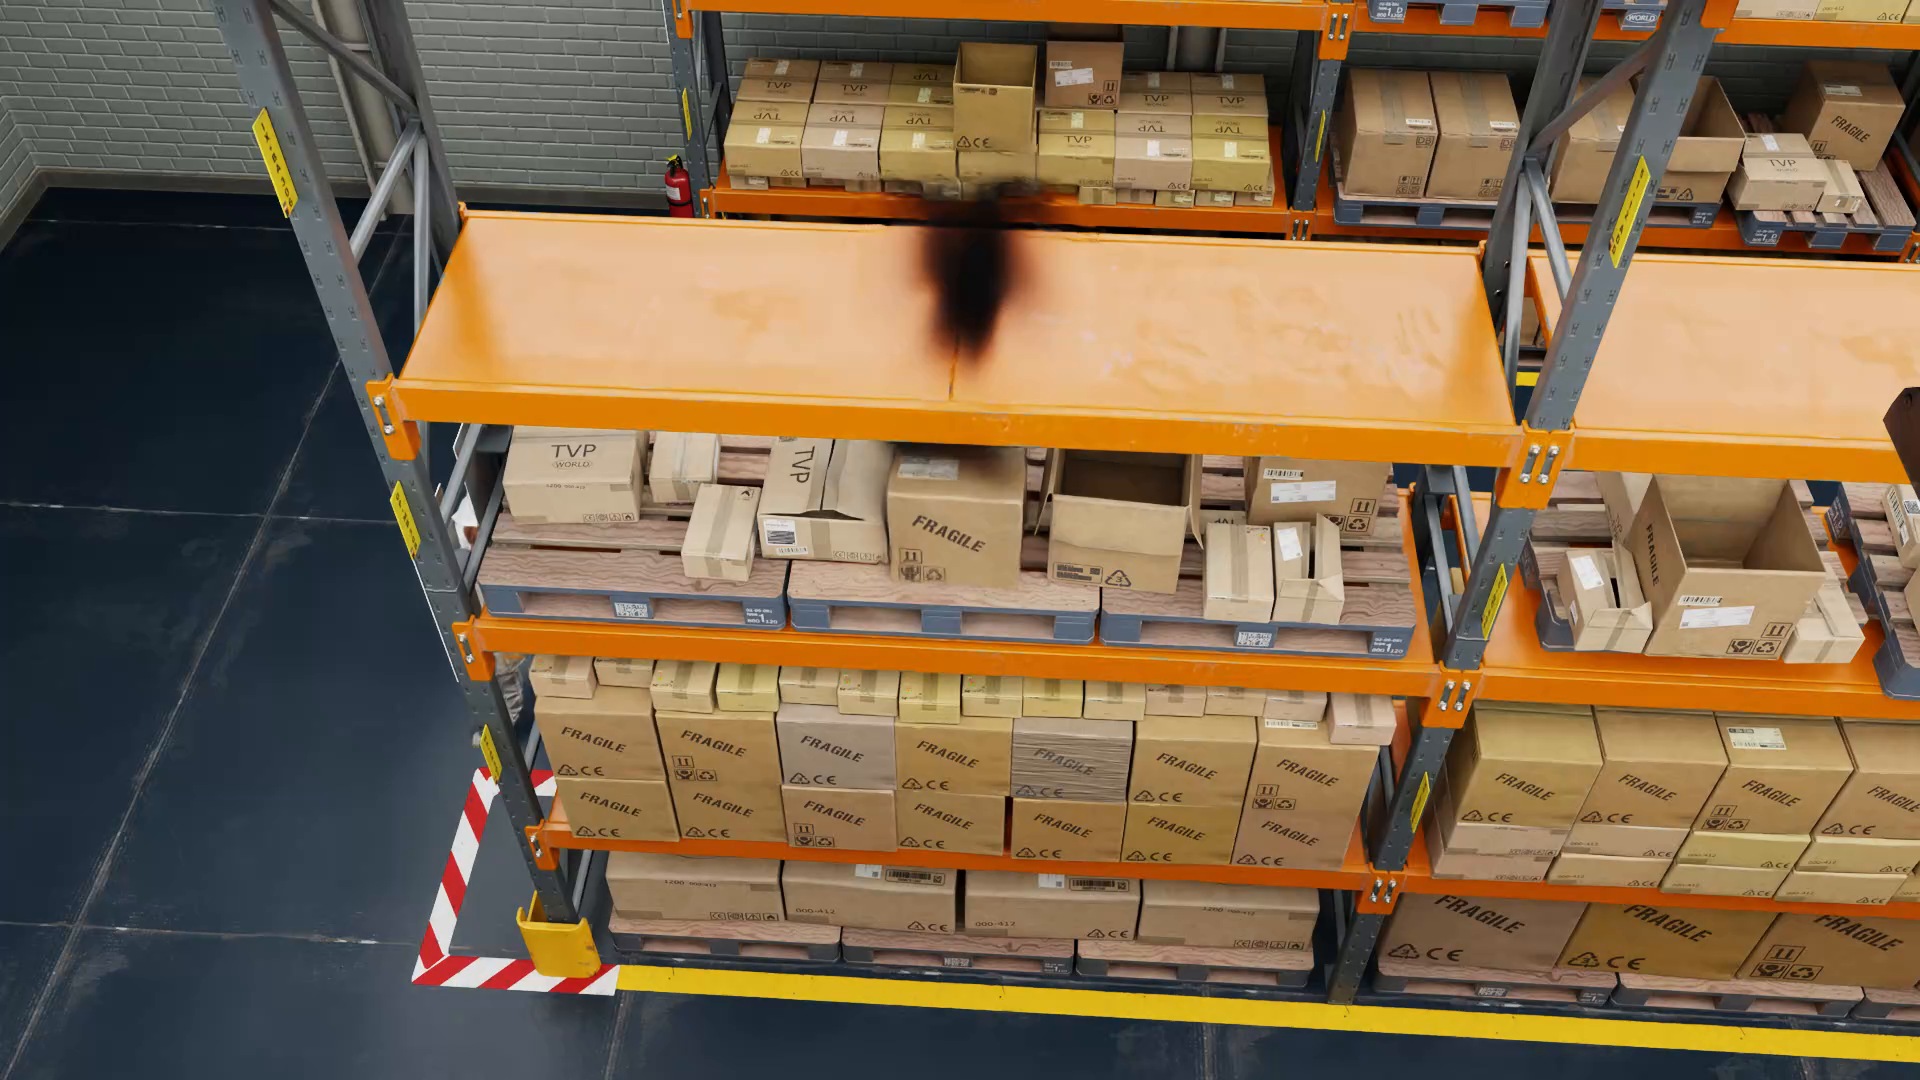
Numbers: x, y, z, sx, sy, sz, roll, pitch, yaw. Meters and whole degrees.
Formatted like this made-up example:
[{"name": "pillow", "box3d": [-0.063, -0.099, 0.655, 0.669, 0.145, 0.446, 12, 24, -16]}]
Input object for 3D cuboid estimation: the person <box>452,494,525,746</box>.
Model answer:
[{"name": "person", "box3d": [-2.498, 0.366, 9.198, 0.707, 1.769, 0.888, 27, 53, 23]}]
